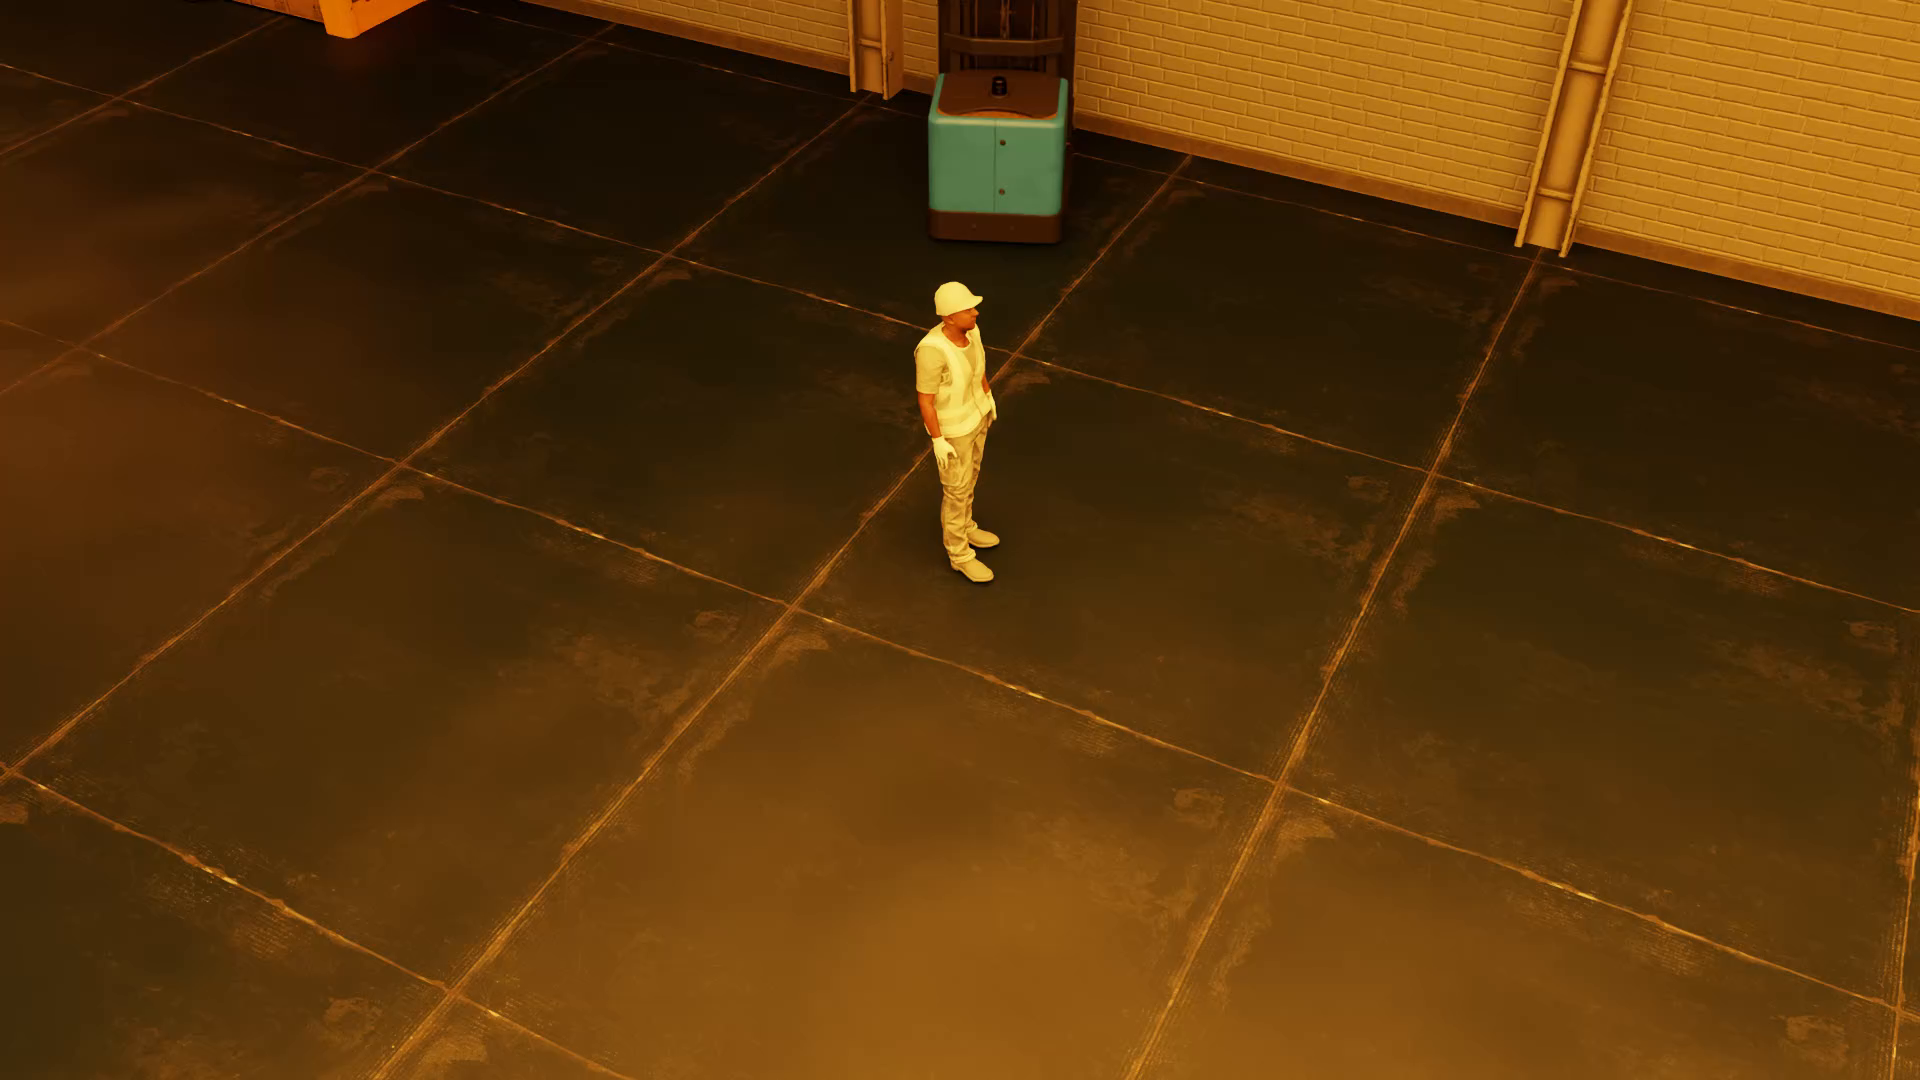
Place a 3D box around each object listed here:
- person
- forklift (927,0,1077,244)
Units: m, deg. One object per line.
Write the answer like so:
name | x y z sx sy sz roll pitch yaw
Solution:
person | 0.060 -0.661 9.651 0.575 1.785 0.657 18 43 21
forklift | 0.394 -4.354 13.156 1.130 2.935 3.031 3 40 4
